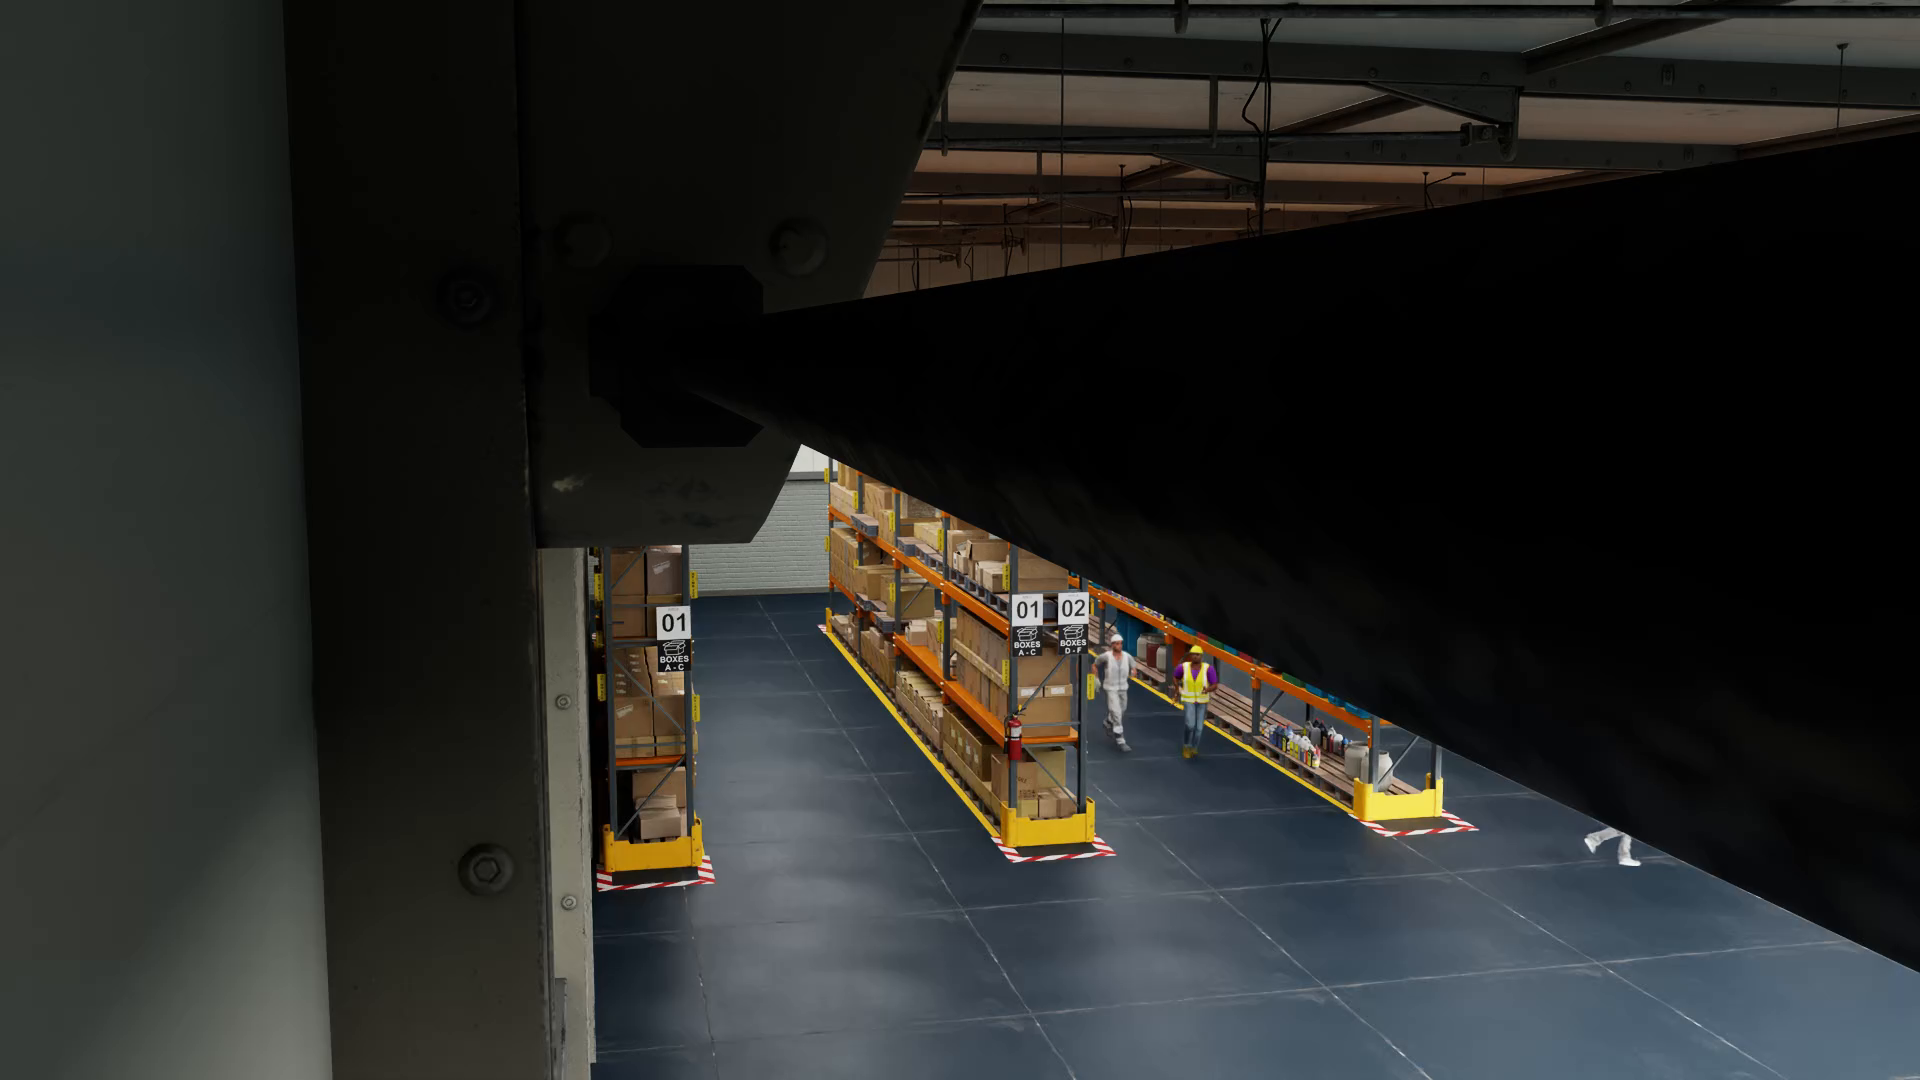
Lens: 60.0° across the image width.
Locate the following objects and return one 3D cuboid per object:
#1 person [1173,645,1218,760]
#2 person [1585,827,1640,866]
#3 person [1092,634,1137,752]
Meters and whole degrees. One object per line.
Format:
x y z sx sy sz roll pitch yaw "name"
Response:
3.578 2.466 25.228 0.658 1.753 0.689 0 7 1 "person"
7.932 3.174 20.149 0.654 1.561 0.546 1 7 8 "person"
2.428 2.339 25.944 0.657 1.770 0.990 -3 7 -22 "person"
